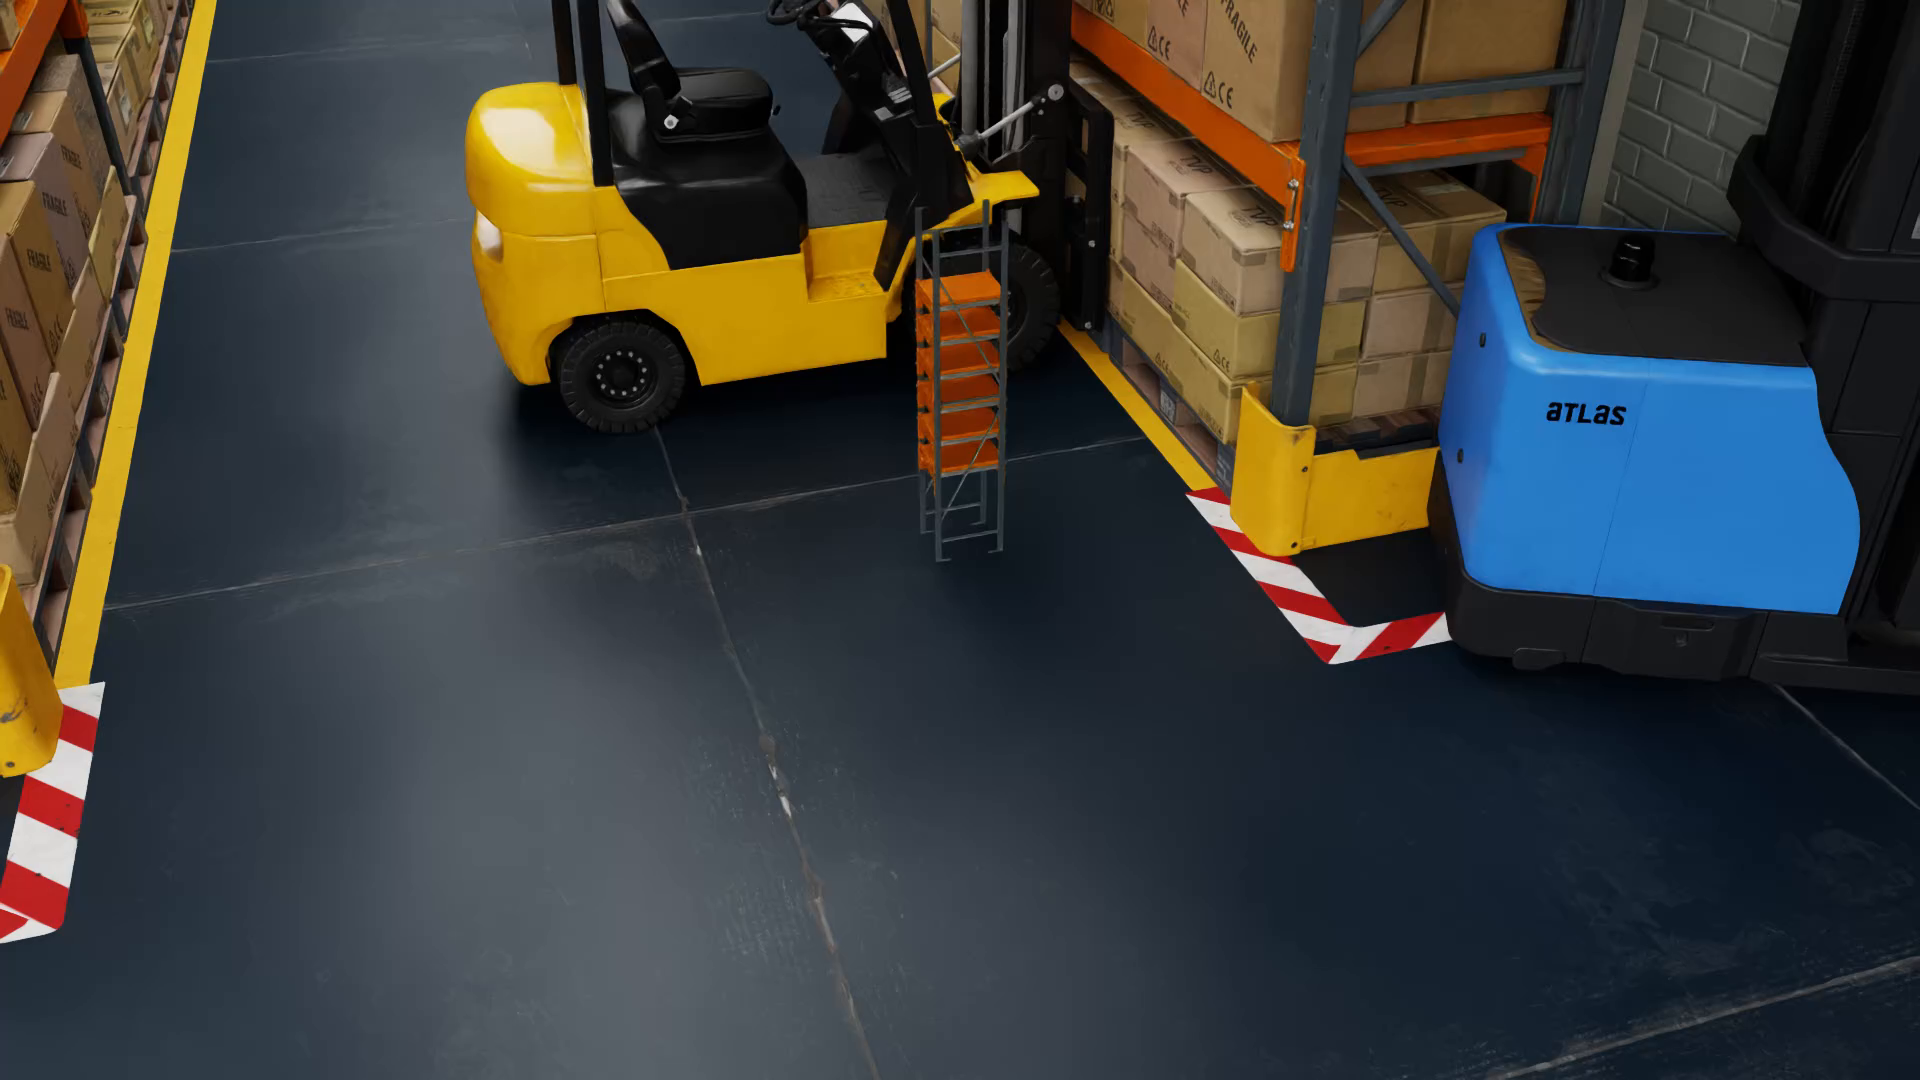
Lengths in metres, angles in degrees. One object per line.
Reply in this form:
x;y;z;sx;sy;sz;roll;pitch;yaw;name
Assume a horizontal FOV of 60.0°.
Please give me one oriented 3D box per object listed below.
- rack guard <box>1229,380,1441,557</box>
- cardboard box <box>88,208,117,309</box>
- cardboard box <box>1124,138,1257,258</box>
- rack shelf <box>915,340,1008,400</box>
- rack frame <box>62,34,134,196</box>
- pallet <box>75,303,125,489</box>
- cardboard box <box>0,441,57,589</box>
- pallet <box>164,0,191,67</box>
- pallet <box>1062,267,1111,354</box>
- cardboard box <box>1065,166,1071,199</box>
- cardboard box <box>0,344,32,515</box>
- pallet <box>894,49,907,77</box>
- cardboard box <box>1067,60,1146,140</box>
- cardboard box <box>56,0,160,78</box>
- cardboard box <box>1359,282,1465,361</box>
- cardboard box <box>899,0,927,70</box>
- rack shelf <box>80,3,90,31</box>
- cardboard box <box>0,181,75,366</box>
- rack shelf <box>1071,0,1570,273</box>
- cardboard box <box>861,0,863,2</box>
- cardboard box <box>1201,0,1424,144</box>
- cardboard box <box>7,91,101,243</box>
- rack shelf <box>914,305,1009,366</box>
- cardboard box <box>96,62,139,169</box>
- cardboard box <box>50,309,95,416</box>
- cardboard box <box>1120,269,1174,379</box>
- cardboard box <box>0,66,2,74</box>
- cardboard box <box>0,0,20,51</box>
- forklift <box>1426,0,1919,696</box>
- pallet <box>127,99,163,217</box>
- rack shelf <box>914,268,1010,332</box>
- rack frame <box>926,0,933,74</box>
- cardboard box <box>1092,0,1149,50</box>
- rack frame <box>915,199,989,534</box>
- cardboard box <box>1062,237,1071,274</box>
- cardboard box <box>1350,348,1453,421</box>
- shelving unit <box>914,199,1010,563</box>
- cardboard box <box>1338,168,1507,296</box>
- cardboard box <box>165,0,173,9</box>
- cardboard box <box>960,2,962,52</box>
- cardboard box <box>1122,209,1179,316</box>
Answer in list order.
1.547;-0.331;5.797;1.175;0.500;0.348;-10;35;-15;rack guard
-3.798;-1.134;6.859;0.500;0.250;0.500;-11;35;-16;cardboard box
0.940;-1.288;6.184;0.500;0.250;0.500;-9;35;-14;cardboard box
0.004;-0.556;5.366;0.258;0.103;0.180;-10;35;-15;rack shelf
-4.407;-2.649;7.039;1.000;3.000;0.127;-10;35;-15;rack frame
-3.792;-0.498;6.312;1.003;0.211;1.213;-10;35;-15;pallet
-3.169;-0.047;5.214;0.500;0.250;0.500;-10;35;-15;cardboard box
-5.390;-3.176;10.364;1.003;0.211;1.213;-10;35;-15;pallet
0.898;-1.257;7.460;1.003;0.211;1.213;-10;35;-15;pallet
0.624;-1.622;7.143;0.500;0.250;0.500;-10;35;-15;cardboard box
-3.177;-0.373;5.026;0.500;0.500;0.500;-11;35;-16;cardboard box
0.057;-2.703;9.649;1.003;0.211;1.213;-10;35;-15;pallet
0.630;-1.818;6.987;0.500;0.250;0.500;-11;35;-16;cardboard box
-5.005;-2.745;9.186;0.950;0.372;0.625;-9;34;-13;cardboard box
1.594;-0.904;6.058;0.500;0.250;0.500;-9;35;-14;cardboard box
0.149;-2.943;9.256;0.875;0.625;0.625;-8;34;-13;cardboard box
-5.017;-3.399;8.826;1.077;0.370;4.000;-10;35;-15;rack shelf
-3.486;-0.911;5.841;0.500;0.500;0.500;-9;35;-14;cardboard box
0.929;-2.136;6.914;1.077;0.370;4.000;-10;35;-15;rack shelf
-0.311;-3.746;10.471;0.875;0.625;0.625;-11;35;-17;cardboard box
1.139;-1.642;5.423;0.500;0.500;0.500;-11;35;-16;cardboard box
-3.814;-1.458;6.669;0.500;0.500;0.500;-9;35;-14;cardboard box
0.004;-0.656;5.300;0.258;0.103;0.180;-10;35;-15;rack shelf
-4.569;-2.003;8.063;0.950;0.372;0.625;-10;35;-14;cardboard box
-3.496;-0.601;6.052;0.500;0.250;0.500;-8;34;-12;cardboard box
0.952;-0.870;6.459;0.500;0.250;0.500;-10;35;-15;cardboard box
-3.543;-1.626;5.718;0.380;0.149;0.250;-10;35;-14;cardboard box
-3.705;-1.894;6.124;0.380;0.149;0.250;-11;35;-15;cardboard box
3.080;-0.989;4.589;3.031;2.935;1.130;4;34;7;forklift
-4.646;-1.895;8.426;1.003;0.211;1.213;-10;35;-15;pallet
0.004;-0.756;5.234;0.258;0.103;0.180;-10;35;-15;rack shelf
0.319;-3.486;8.305;1.000;3.000;0.127;-10;35;-15;rack frame
0.833;-2.185;6.245;0.500;0.500;0.500;-11;35;-16;cardboard box
-0.023;-0.541;5.480;0.240;1.200;0.006;-10;35;-15;rack frame
0.629;-1.403;7.266;0.500;0.250;0.500;-9;34;-13;cardboard box
1.576;-0.705;6.209;0.500;0.250;0.500;-10;35;-15;cardboard box
0.004;-0.493;5.408;0.258;1.200;0.189;-10;35;-15;shelving unit
1.573;-1.115;5.923;0.500;0.250;0.500;-11;35;-15;cardboard box
-5.464;-3.530;10.374;0.950;0.372;0.625;-12;35;-18;cardboard box
0.314;-2.354;7.798;0.500;0.250;0.500;-10;35;-15;cardboard box
0.950;-1.091;6.340;0.500;0.250;0.500;-10;35;-15;cardboard box
